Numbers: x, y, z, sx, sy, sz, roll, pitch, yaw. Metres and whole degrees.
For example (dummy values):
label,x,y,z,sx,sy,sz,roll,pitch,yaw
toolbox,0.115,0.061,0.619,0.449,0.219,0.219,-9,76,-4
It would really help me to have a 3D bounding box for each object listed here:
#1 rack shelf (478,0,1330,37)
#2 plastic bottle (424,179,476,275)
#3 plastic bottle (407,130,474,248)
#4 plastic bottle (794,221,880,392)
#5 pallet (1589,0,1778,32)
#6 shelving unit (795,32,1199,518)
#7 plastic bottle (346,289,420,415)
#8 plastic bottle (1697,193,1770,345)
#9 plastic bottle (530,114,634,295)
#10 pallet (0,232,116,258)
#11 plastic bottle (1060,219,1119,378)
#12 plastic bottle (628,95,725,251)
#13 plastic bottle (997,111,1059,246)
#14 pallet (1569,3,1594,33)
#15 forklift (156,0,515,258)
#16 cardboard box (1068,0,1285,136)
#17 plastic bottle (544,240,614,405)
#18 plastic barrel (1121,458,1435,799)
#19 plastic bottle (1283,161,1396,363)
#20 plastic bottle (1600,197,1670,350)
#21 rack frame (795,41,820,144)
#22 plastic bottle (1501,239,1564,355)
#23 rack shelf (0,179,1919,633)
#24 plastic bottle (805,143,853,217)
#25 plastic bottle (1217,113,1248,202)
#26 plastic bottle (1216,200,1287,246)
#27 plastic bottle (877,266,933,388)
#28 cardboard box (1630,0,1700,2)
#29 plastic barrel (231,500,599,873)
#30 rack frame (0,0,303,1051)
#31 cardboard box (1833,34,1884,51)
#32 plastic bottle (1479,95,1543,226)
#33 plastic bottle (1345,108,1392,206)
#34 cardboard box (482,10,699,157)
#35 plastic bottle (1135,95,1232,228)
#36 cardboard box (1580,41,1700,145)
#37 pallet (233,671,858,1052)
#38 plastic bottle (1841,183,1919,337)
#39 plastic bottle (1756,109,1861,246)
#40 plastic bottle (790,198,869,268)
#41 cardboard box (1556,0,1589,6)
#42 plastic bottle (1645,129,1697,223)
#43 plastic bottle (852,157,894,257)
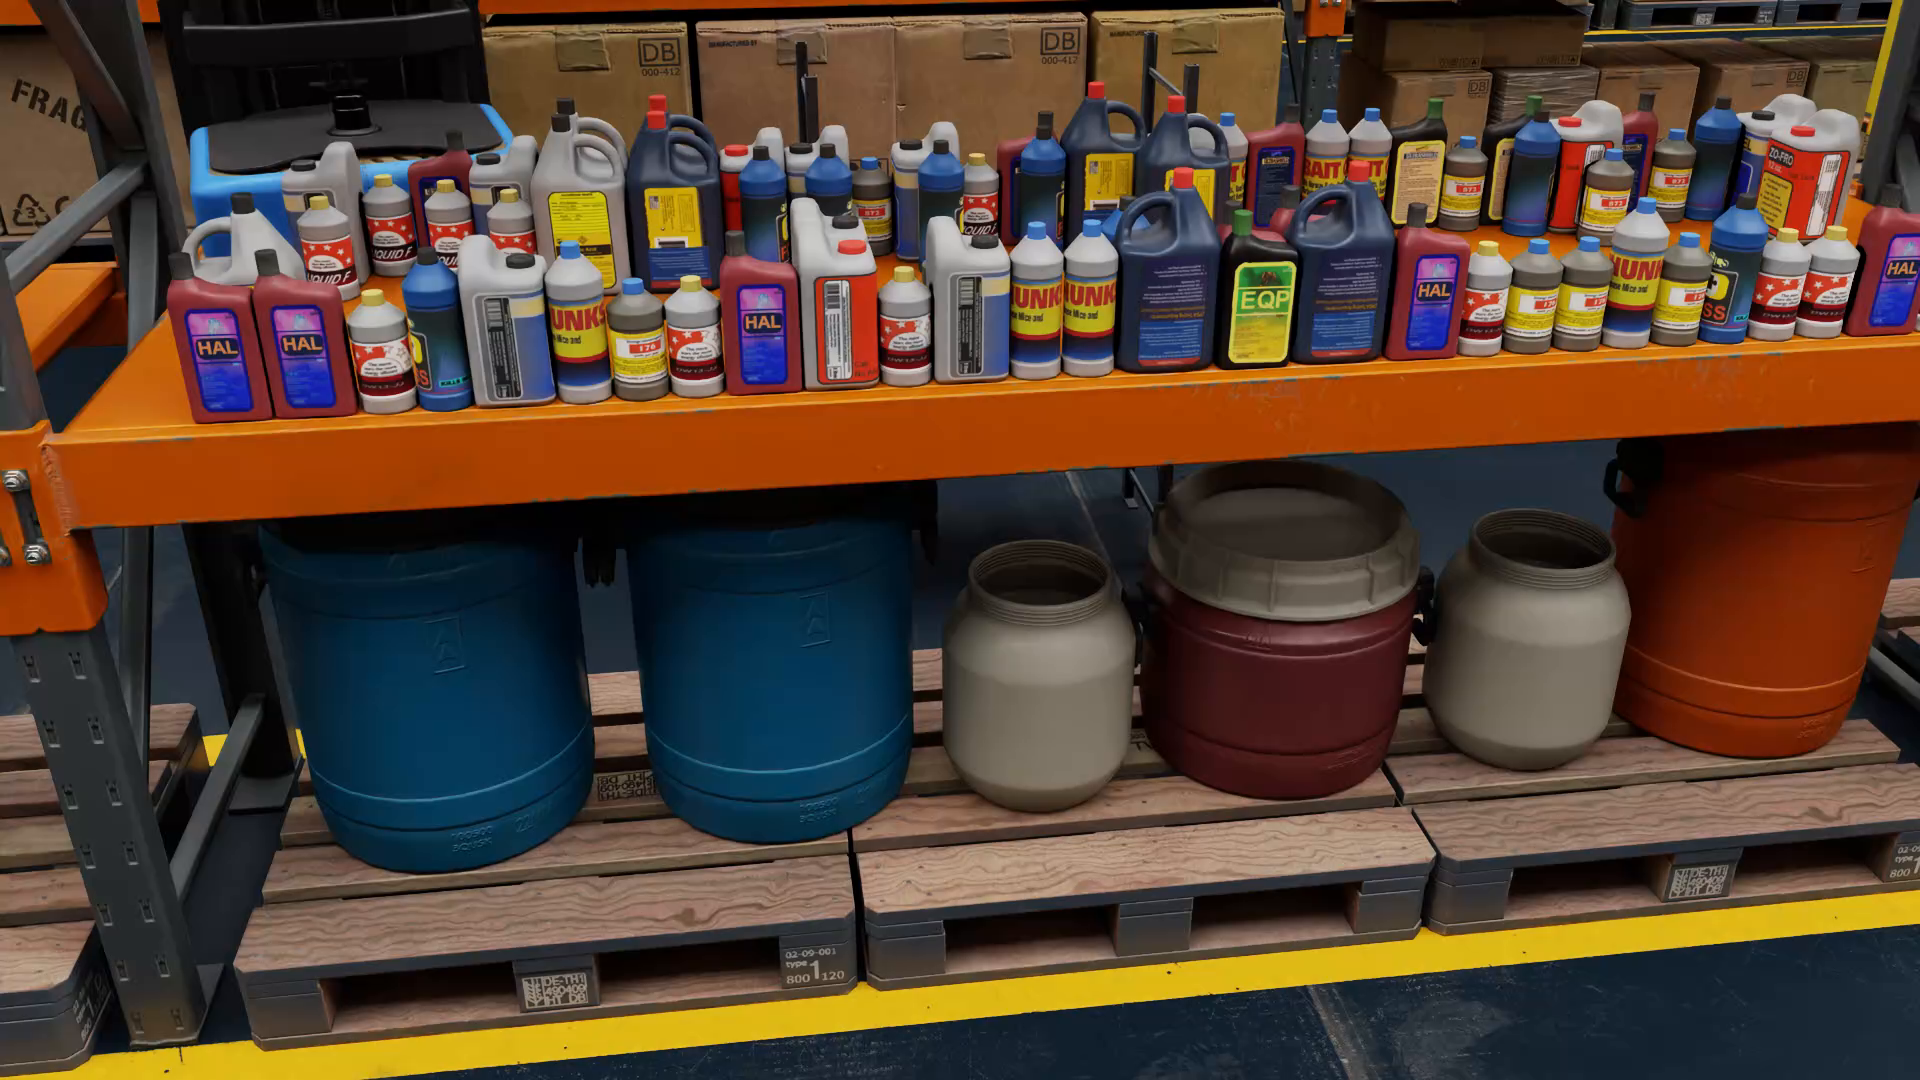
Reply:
label,x,y,z,sx,sy,sz,roll,pitch,yaw
rack shelf,-0.353,-2.602,7.824,4.000,0.370,1.077,-4,27,-7
plastic bottle,-1.047,-0.640,3.428,0.097,0.201,0.097,0,27,0
plastic bottle,-1.076,-0.711,3.477,0.133,0.283,0.061,-4,27,-7
plastic bottle,-0.215,-0.417,2.913,0.135,0.276,0.152,-4,27,-7
pallet,5.761,-4.325,13.448,1.213,0.211,1.003,-4,27,-7
shelving unit,0.084,-0.673,4.918,1.048,1.500,0.538,-4,27,-7
plastic bottle,-0.977,-0.322,2.810,0.097,0.201,0.097,0,27,0
plastic bottle,1.438,-0.508,3.096,0.097,0.271,0.097,0,27,0
plastic bottle,-0.759,-0.675,3.334,0.185,0.351,0.144,-4,27,-7
pallet,-4.308,-1.462,7.869,1.213,0.211,1.003,-4,27,-7
plastic bottle,0.229,-0.431,2.945,0.097,0.271,0.097,0,27,0
plastic bottle,-0.596,-0.752,3.484,0.185,0.351,0.144,-4,27,-7
plastic bottle,0.148,-0.789,3.630,0.133,0.283,0.061,-4,27,-7
pallet,4.244,-4.229,13.260,1.213,0.211,1.003,-4,27,-7
forklift,-2.406,-2.128,6.187,1.130,2.935,3.031,-11,29,-20
cardboard box,0.941,-2.257,8.229,0.875,0.875,1.225,-5,28,-10
plastic bottle,-0.651,-0.374,2.835,0.097,0.271,0.097,0,27,0
plastic barrel,0.717,0.186,3.783,0.708,0.588,0.600,-4,27,-7
plastic bottle,0.681,-0.506,3.004,0.185,0.351,0.144,-4,27,-7
plastic bottle,1.245,-0.496,3.072,0.097,0.271,0.097,0,27,0
rack frame,-0.419,-0.640,4.855,0.032,1.500,0.500,-4,27,-7
plastic bottle,1.052,-0.453,3.064,0.097,0.201,0.097,0,27,0
rack shelf,0.337,-0.363,3.460,4.000,0.370,1.077,-4,27,-7
plastic bottle,-0.268,-0.679,3.428,0.097,0.271,0.097,0,27,0
plastic bottle,0.581,-0.803,3.671,0.097,0.271,0.097,0,27,0
plastic bottle,0.521,-0.475,3.017,0.133,0.283,0.061,-4,27,-7
plastic bottle,-0.097,-0.379,2.920,0.097,0.201,0.097,0,27,0
cardboard box,5.630,-4.802,13.191,0.875,0.875,0.875,-3,27,-6
plastic barrel,-1.103,0.164,3.483,0.708,0.901,0.600,-4,27,-7
rack frame,-1.644,-0.556,3.048,0.127,3.000,1.000,-4,27,-7
cardboard box,4.977,-2.358,8.816,0.500,0.500,0.700,-6,28,-11
plastic bottle,1.246,-0.860,3.768,0.133,0.283,0.061,-4,27,-7
plastic bottle,0.906,-0.824,3.712,0.097,0.271,0.097,0,27,0
cardboard box,-1.703,-2.086,7.898,0.875,0.875,1.225,-4,27,-7
plastic bottle,0.466,-0.750,3.481,0.185,0.351,0.144,-4,27,-7
cardboard box,3.396,-2.265,8.635,0.500,0.500,0.700,-1,27,-3
pallet,-0.874,0.654,3.743,1.213,0.211,1.003,-4,27,-7
plastic bottle,1.748,-0.525,3.116,0.133,0.283,0.061,-4,27,-7
plastic bottle,1.865,-0.805,3.669,0.135,0.276,0.152,-4,27,-7
plastic bottle,-0.237,-0.486,3.047,0.135,0.276,0.152,-4,27,-7
cardboard box,4.395,-4.658,13.047,0.750,0.750,1.050,-4,27,-7
plastic bottle,1.629,-0.839,3.818,0.097,0.201,0.097,0,27,0
plastic bottle,-0.193,-0.722,3.590,0.097,0.201,0.097,0,27,0
